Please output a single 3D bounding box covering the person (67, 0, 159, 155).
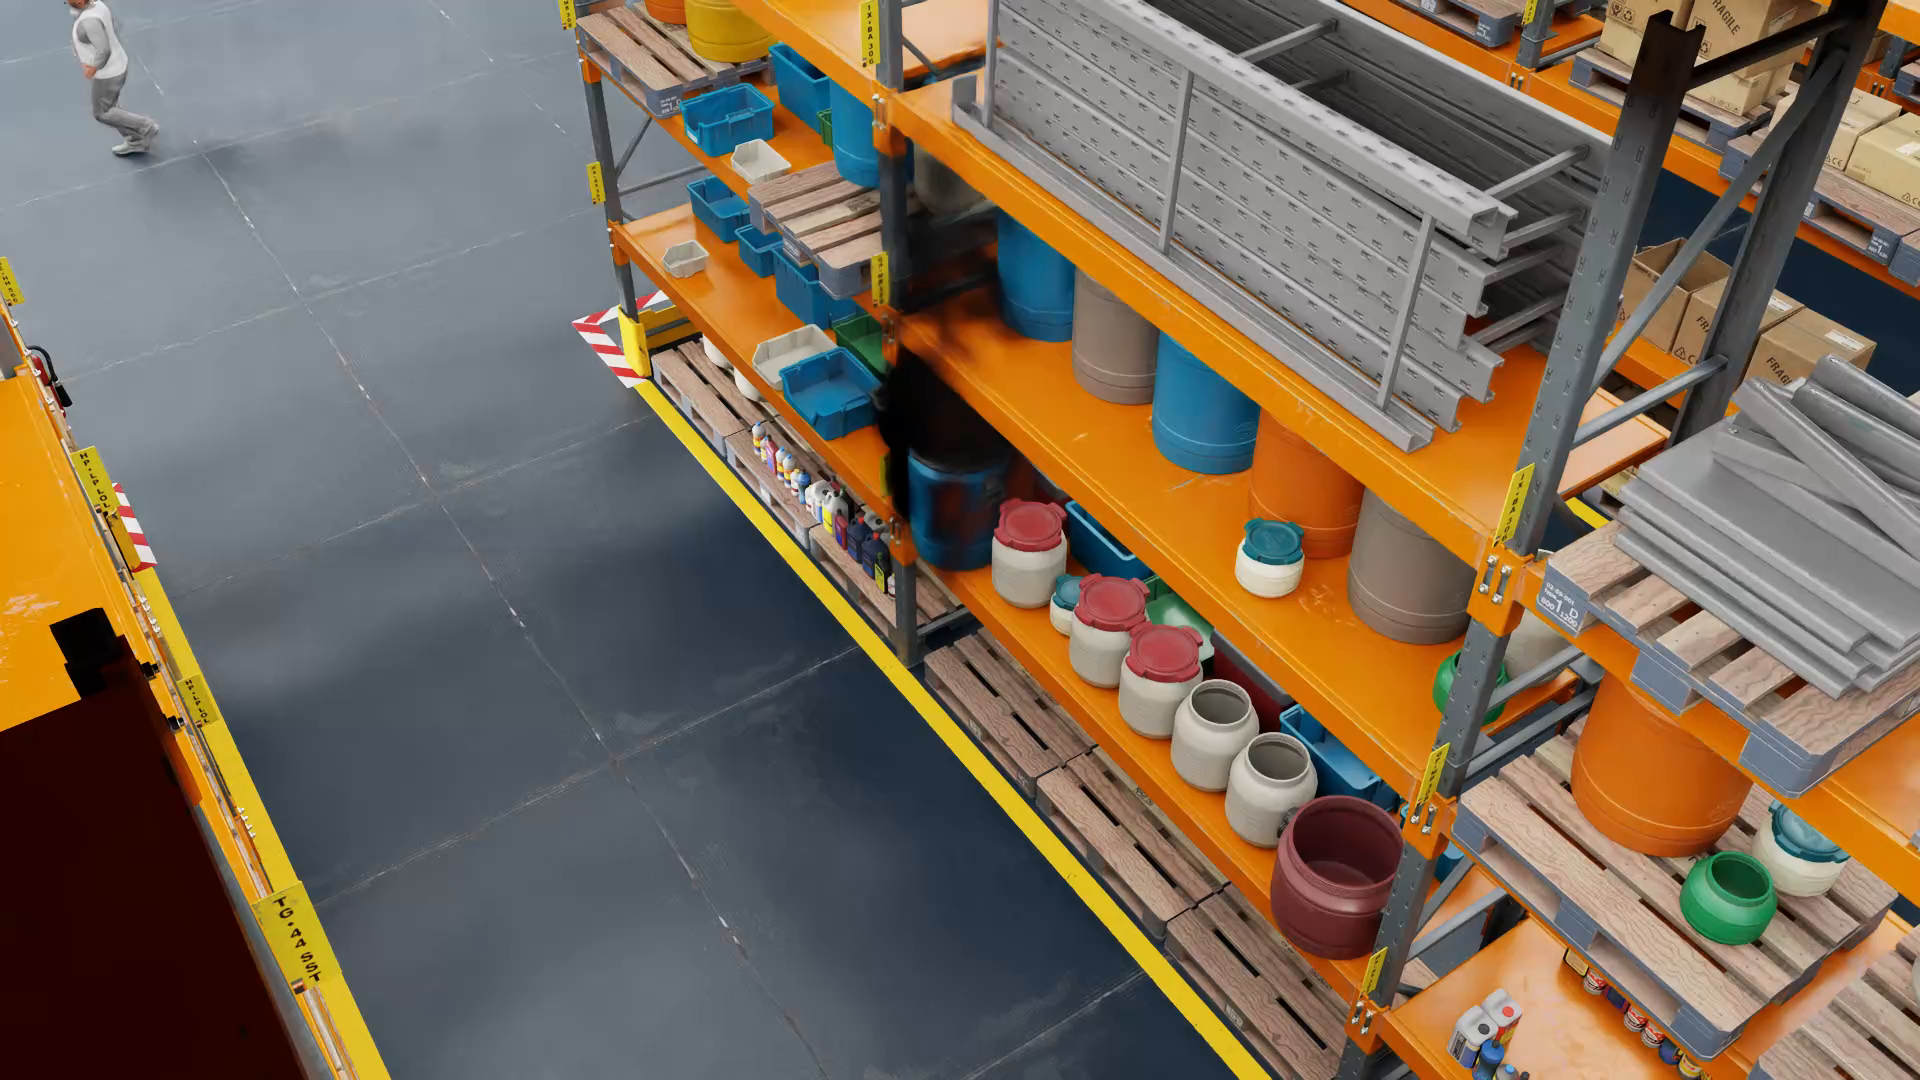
[{"bbox_3d":[-7.798,-4.314,15.175,0.587,1.729,0.680,-9,43,-9],"label":"person"}]
